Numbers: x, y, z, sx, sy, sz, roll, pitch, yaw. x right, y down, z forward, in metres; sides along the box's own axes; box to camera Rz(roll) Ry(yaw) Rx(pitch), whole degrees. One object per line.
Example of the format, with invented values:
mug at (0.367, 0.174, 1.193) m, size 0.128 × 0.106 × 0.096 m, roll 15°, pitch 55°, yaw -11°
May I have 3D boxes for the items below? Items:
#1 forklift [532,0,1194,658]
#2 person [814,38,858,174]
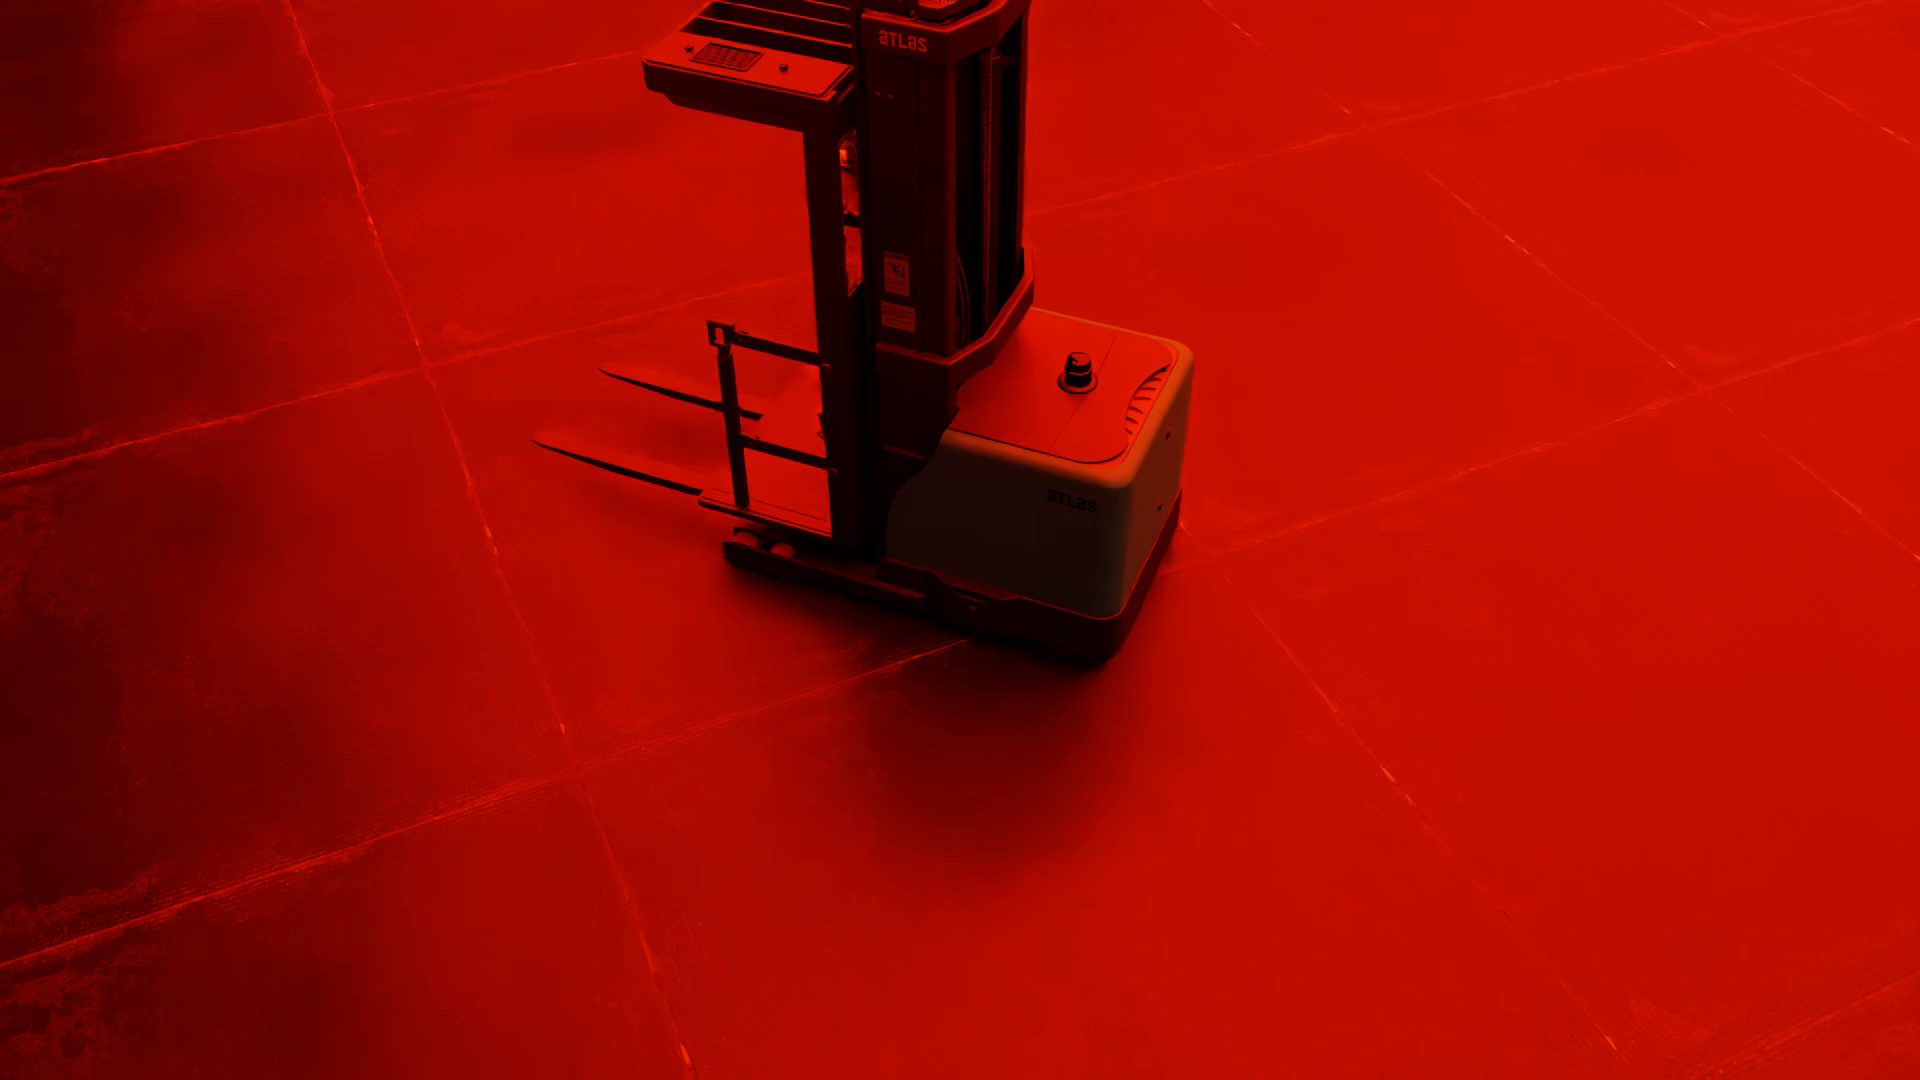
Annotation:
forklift at (-0.544, -1.211, 6.978) m, size 3.031 × 2.935 × 1.130 m, roll 16°, pitch 45°, yaw 16°
person at (-0.635, -2.923, 9.722) m, size 0.549 × 1.674 × 0.549 m, roll -23°, pitch 48°, yaw -23°
